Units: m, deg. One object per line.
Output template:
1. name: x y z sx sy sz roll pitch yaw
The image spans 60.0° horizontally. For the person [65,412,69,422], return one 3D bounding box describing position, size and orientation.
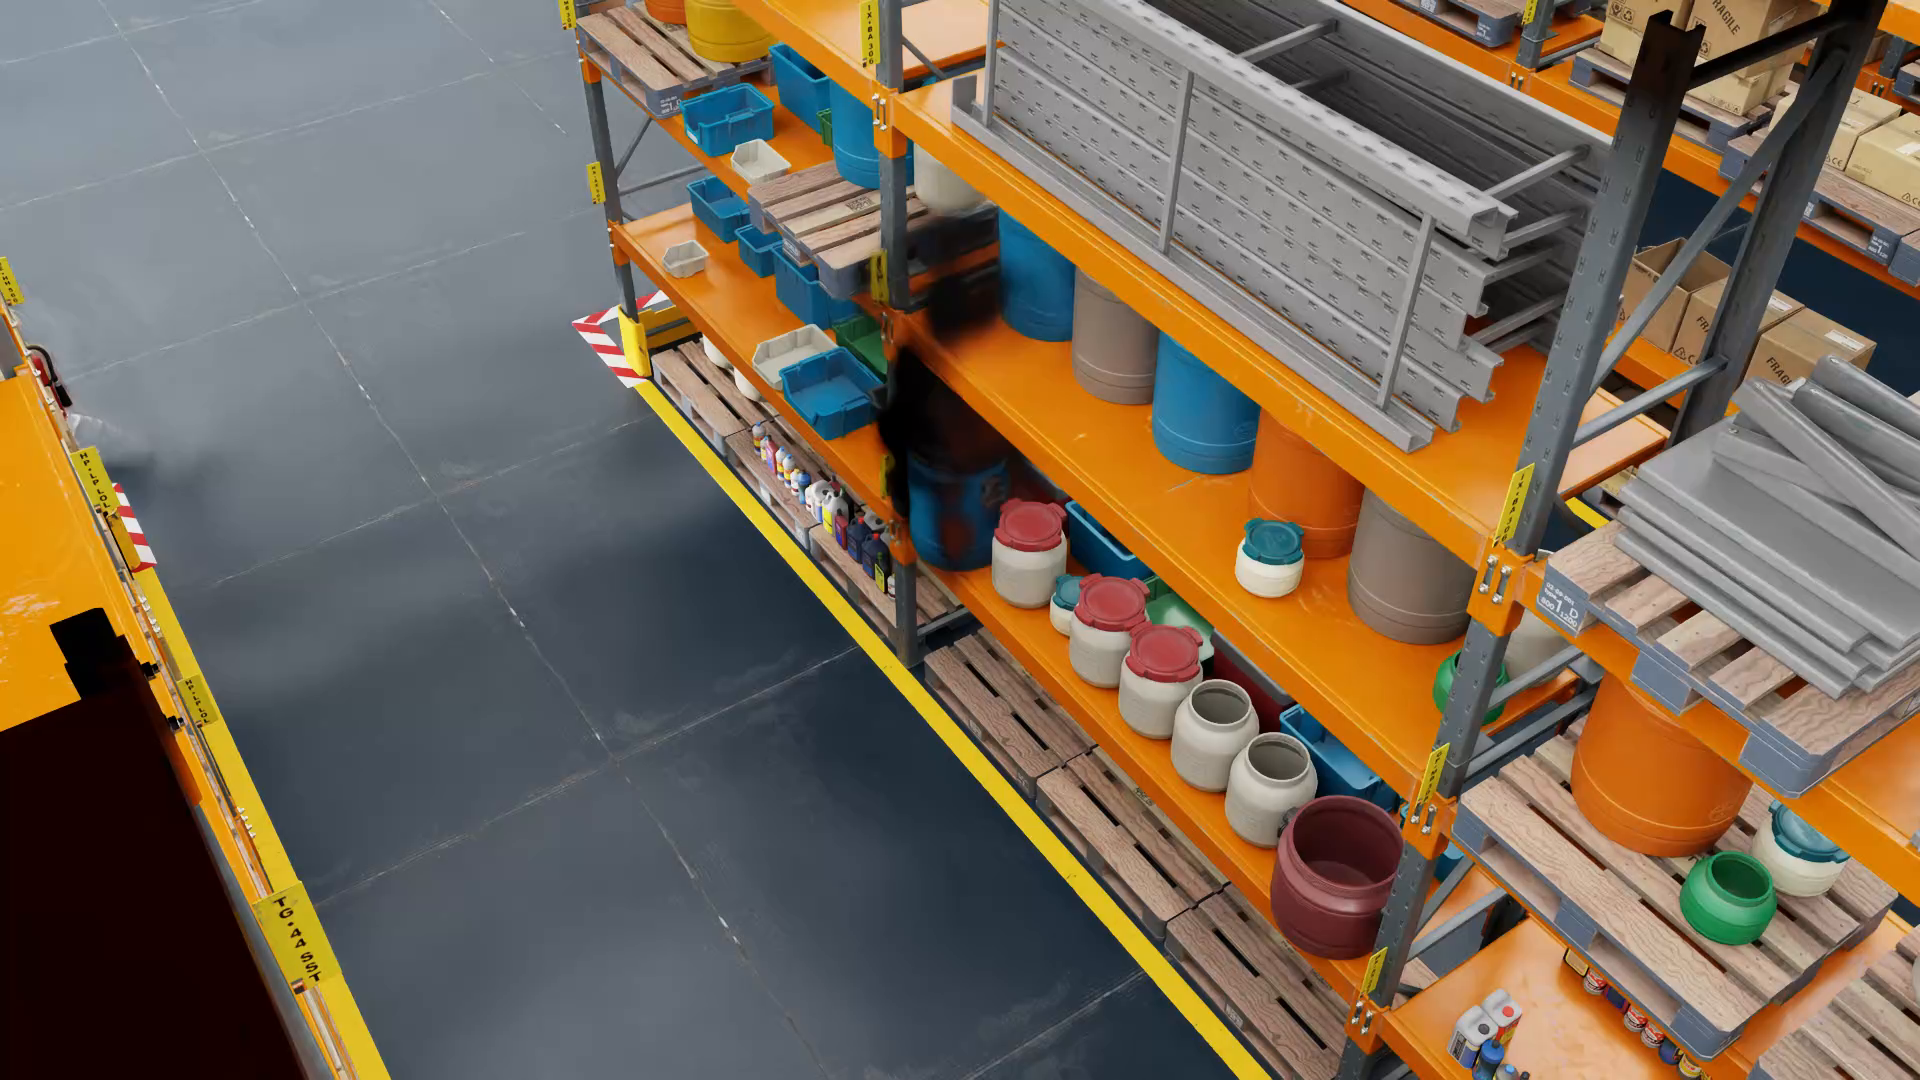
1. person: -6.905 -1.248 11.940 0.608 1.639 0.604 -6 43 -7
